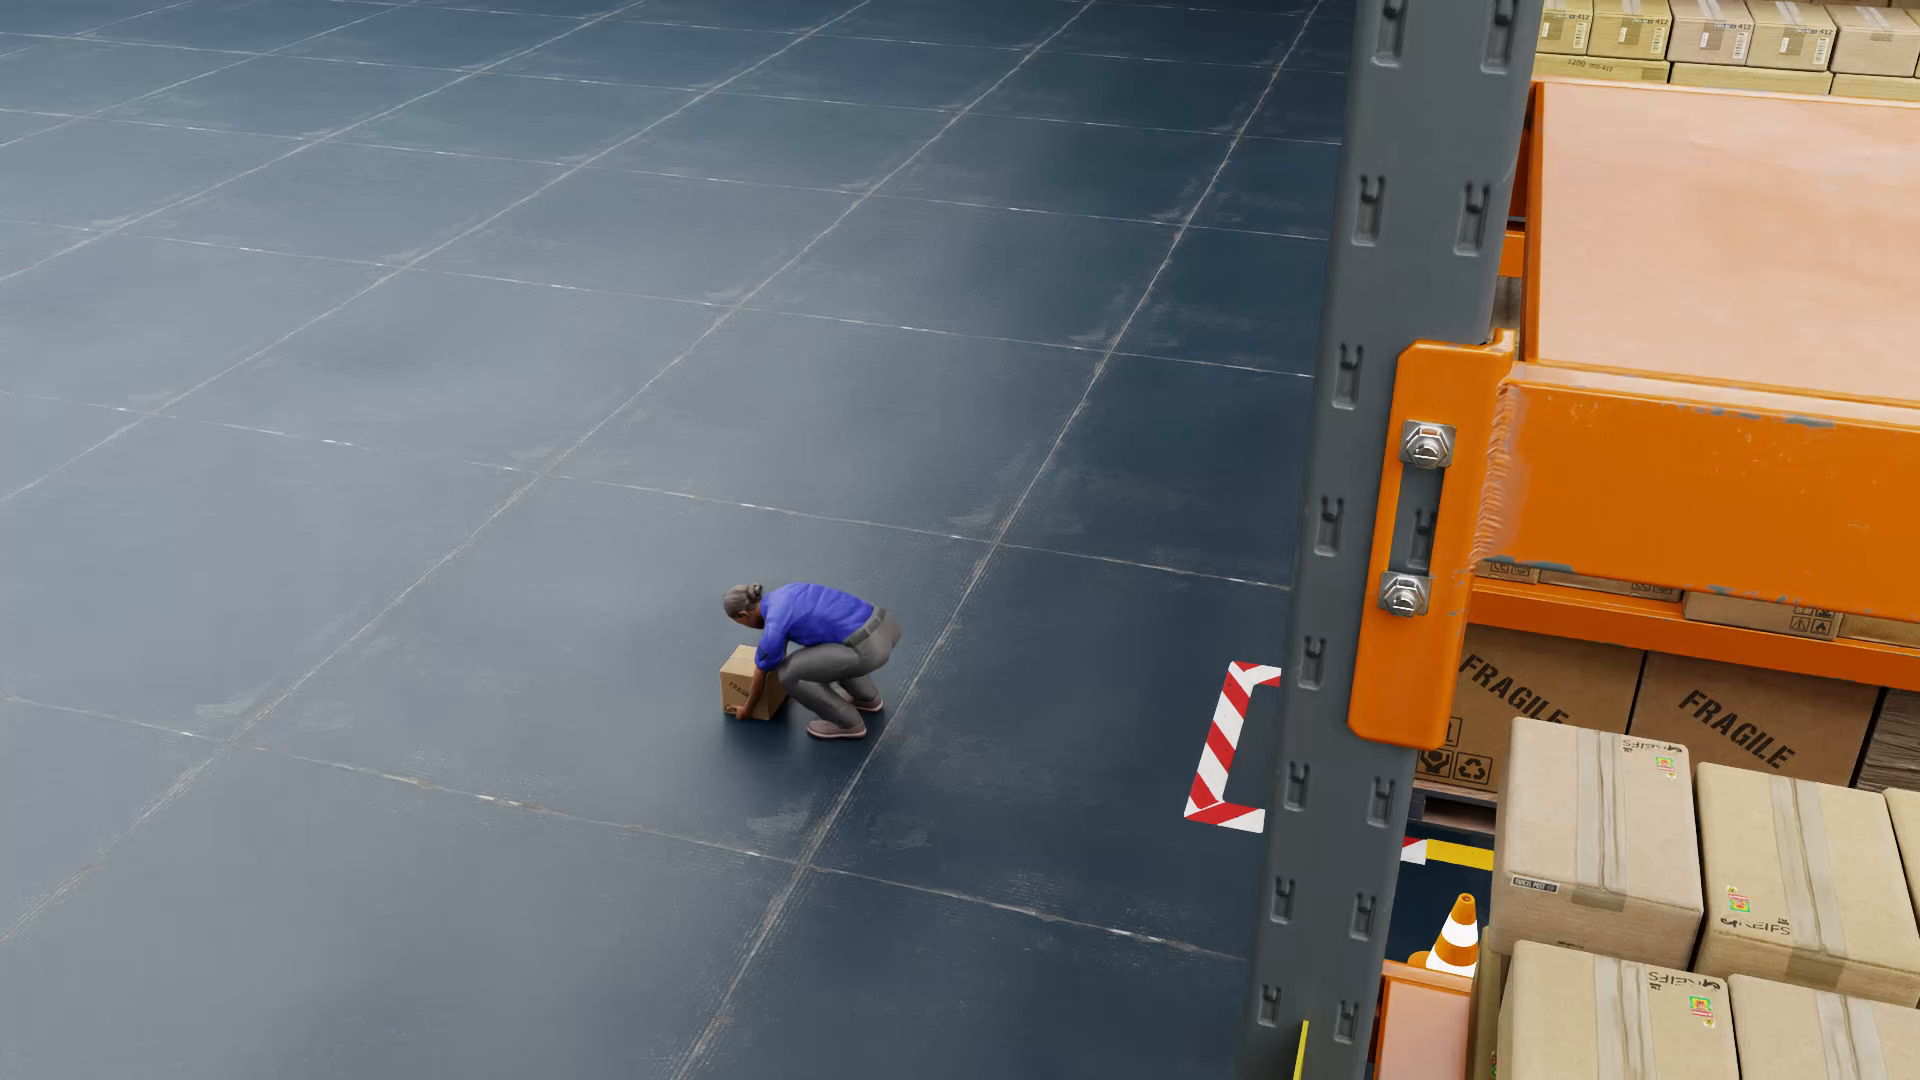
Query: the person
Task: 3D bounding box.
[{"bbox_3d":[-0.718,0.559,8.102,0.862,0.744,0.457,8,30,14],"label":"person"}]
